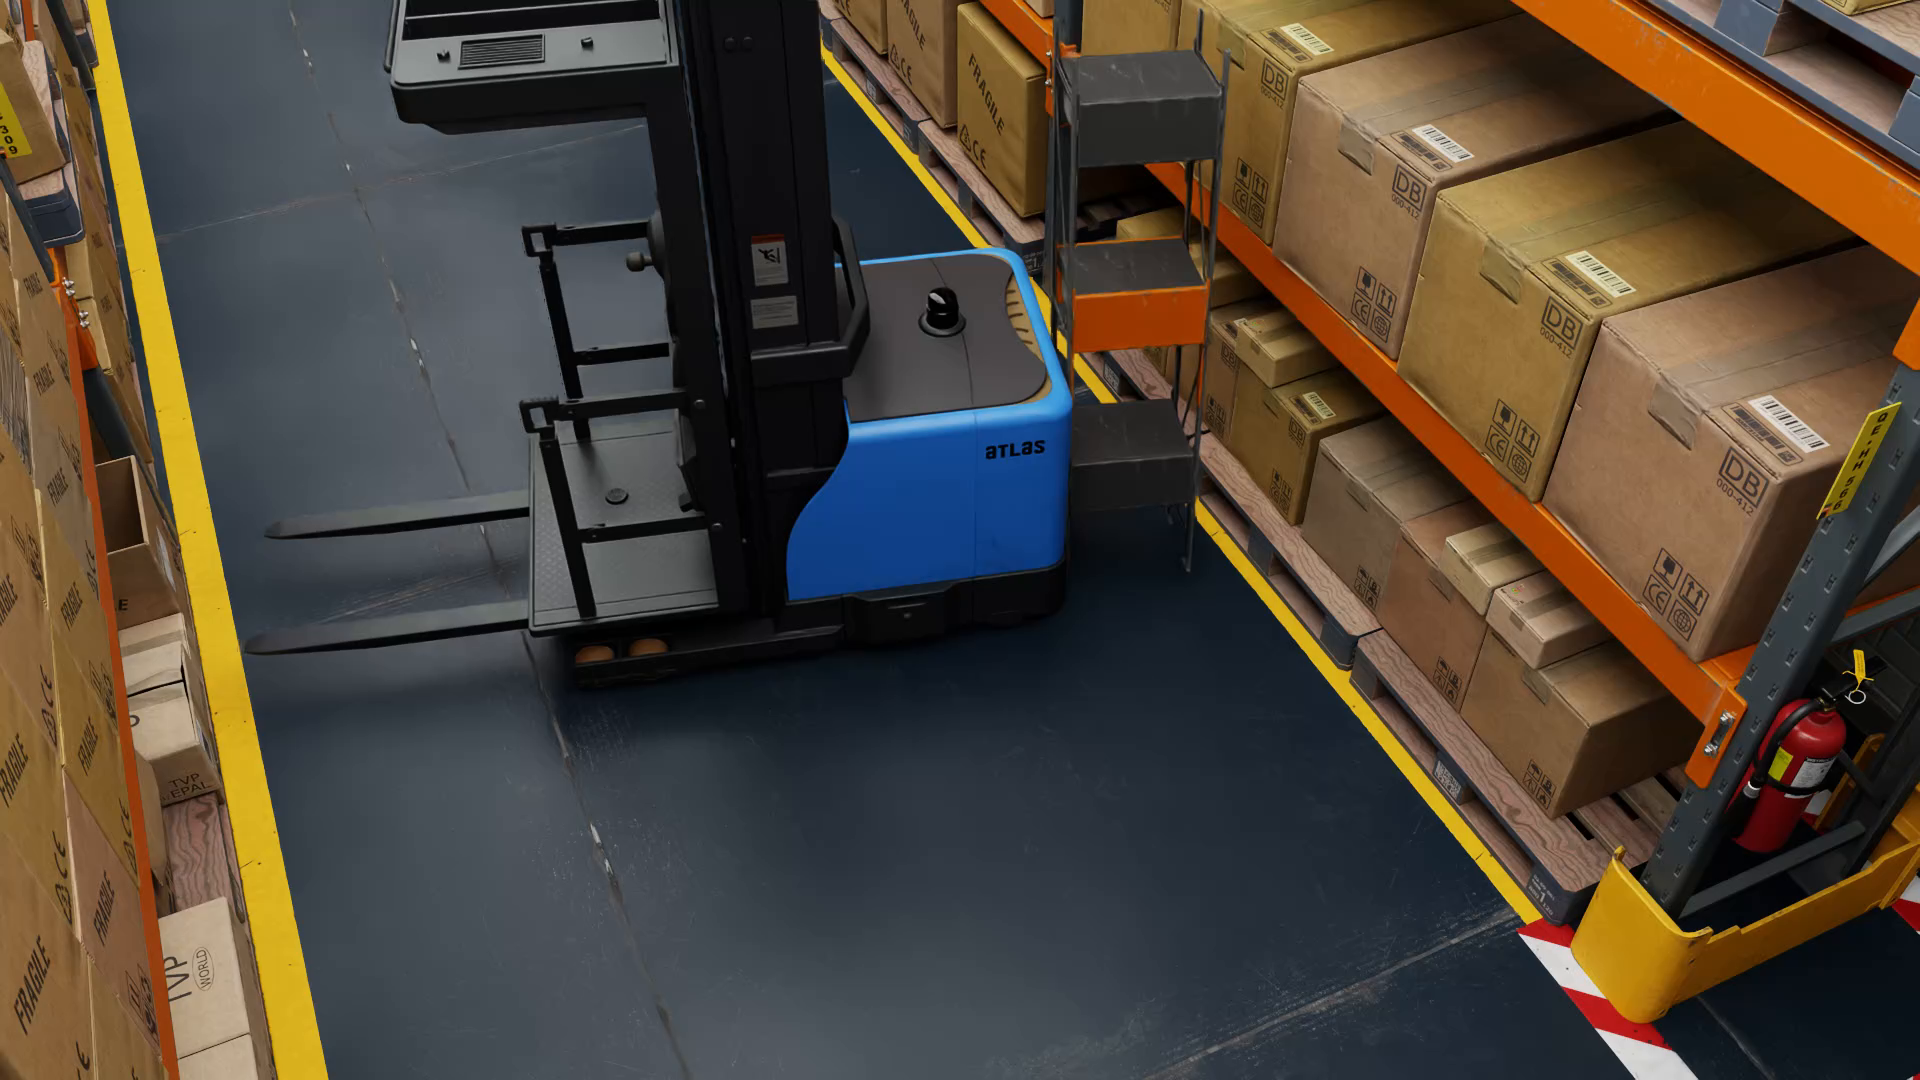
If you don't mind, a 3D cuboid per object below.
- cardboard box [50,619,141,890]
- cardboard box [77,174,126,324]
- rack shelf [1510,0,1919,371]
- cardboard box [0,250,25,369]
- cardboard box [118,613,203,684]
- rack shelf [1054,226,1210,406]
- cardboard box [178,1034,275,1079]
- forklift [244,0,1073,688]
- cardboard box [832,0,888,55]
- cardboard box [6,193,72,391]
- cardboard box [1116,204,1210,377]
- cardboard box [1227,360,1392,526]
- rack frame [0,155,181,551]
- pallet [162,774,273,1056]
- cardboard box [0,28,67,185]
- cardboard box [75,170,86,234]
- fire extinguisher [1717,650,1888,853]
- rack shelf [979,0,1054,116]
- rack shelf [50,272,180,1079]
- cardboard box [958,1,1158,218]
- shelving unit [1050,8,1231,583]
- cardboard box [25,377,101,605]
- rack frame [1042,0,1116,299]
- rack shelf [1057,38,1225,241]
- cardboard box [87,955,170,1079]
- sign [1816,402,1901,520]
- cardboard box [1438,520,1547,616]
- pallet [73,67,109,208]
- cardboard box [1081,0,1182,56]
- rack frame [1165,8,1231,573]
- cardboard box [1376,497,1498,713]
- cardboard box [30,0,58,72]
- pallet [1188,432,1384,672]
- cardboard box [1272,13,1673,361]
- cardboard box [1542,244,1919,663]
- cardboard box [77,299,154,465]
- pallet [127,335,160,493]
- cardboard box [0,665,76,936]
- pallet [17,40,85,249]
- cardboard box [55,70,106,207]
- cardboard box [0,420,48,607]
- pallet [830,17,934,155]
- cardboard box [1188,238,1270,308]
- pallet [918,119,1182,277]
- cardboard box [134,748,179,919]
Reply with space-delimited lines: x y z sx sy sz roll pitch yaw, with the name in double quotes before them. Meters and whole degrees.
"cardboard box" -2.318 0.589 3.947 0.500 0.500 0.500 -18 47 -18
"cardboard box" -4.042 -1.221 7.318 0.500 0.500 0.500 -17 47 -17
"rack shelf" 1.712 -1.919 4.935 1.077 0.370 4.000 -18 47 -17
"cardboard box" -2.957 -0.736 4.577 0.500 0.500 0.500 -19 48 -18
"cardboard box" -2.913 0.442 5.882 0.380 0.149 0.250 -18 47 -17
"rack shelf" 0.609 -0.797 6.047 0.480 0.518 0.431 -5 37 -4
"cardboard box" -2.122 1.706 4.530 0.500 0.250 0.500 -18 47 -17
"forklift" -1.161 -0.897 5.572 3.031 2.935 1.130 -7 45 -7
"cardboard box" -0.258 -3.247 9.137 0.750 0.750 0.750 -18 47 -18
"cardboard box" -3.179 -0.709 5.262 0.500 0.500 0.500 -17 47 -17
"cardboard box" 1.092 -1.134 7.245 0.700 0.500 0.500 -17 47 -17
"cardboard box" 1.514 -0.486 6.587 0.700 0.500 0.500 -17 47 -16
"rack frame" -3.622 -0.916 5.543 1.000 3.000 0.127 -18 47 -17
"pallet" -2.817 1.293 5.290 1.003 0.211 1.213 -18 47 -17
"cardboard box" -3.618 -1.469 5.733 0.700 0.500 0.500 -34 54 -30
"cardboard box" -4.025 -1.468 7.034 0.500 0.250 0.500 -18 47 -17
"fire extinguisher" 2.198 0.560 4.367 0.296 0.674 0.183 -18 47 -17
"rack shelf" 0.030 -3.400 8.572 1.077 0.370 4.000 -18 47 -17
"rack shelf" -2.781 0.614 4.504 1.077 0.370 4.000 -18 47 -17
"cardboard box" 0.480 -2.142 8.016 0.750 0.750 0.750 -18 47 -17
"shelving unit" 0.609 -0.808 6.039 0.503 2.100 0.431 -5 37 -4
"cardboard box" -2.743 -0.054 4.598 0.500 0.500 0.500 -17 47 -17
"rack frame" 0.871 -2.382 7.028 1.000 3.000 0.127 -18 47 -17
"rack shelf" 0.594 -1.356 5.625 0.480 0.518 0.431 -5 37 -4
"cardboard box" -1.887 1.237 3.290 0.500 0.500 0.500 -17 47 -17
"sign" 2.055 -0.178 3.801 0.100 0.325 0.005 -18 47 -17
"cardboard box" 1.840 0.070 5.563 0.380 0.149 0.250 -17 47 -16
"pallet" -5.024 -1.986 8.612 1.003 0.211 1.213 -18 47 -17
"cardboard box" 1.084 -2.138 6.567 0.980 0.700 0.700 -17 47 -17
"rack frame" 0.851 -0.829 6.058 0.015 2.100 0.400 -5 37 -4
"cardboard box" 1.957 0.172 5.920 0.700 0.500 0.500 -18 47 -18
"cardboard box" -4.670 -2.438 8.017 0.500 0.250 0.500 -16 47 -16
"pallet" 1.637 -0.103 6.704 1.003 0.211 1.213 -18 47 -17
"cardboard box" 1.701 -1.210 5.627 0.980 0.700 0.700 -20 48 -19
"cardboard box" 2.329 -0.261 4.666 0.980 0.700 0.700 -16 47 -16
"cardboard box" -3.604 -0.563 6.652 0.500 0.500 0.500 -20 48 -19
"pallet" -3.998 -0.431 7.036 1.003 0.211 1.213 -18 47 -17
"cardboard box" -2.114 0.550 3.274 0.500 0.500 0.500 -18 47 -17
"pallet" -3.859 -1.389 6.159 1.003 0.211 1.213 -18 47 -17
"cardboard box" -4.480 -1.876 7.982 0.500 0.500 0.500 -20 48 -19
"cardboard box" -2.534 -0.094 3.927 0.500 0.500 0.500 -18 48 -18
"pallet" -0.039 -2.637 9.272 1.003 0.211 1.213 -18 47 -17
"cardboard box" 1.071 -1.093 6.741 0.380 0.149 0.250 -17 47 -16
"pallet" 0.478 -1.858 8.483 1.003 0.211 1.213 -18 47 -17
"cardboard box" -2.827 1.011 5.053 0.797 0.503 0.637 -18 47 -17
